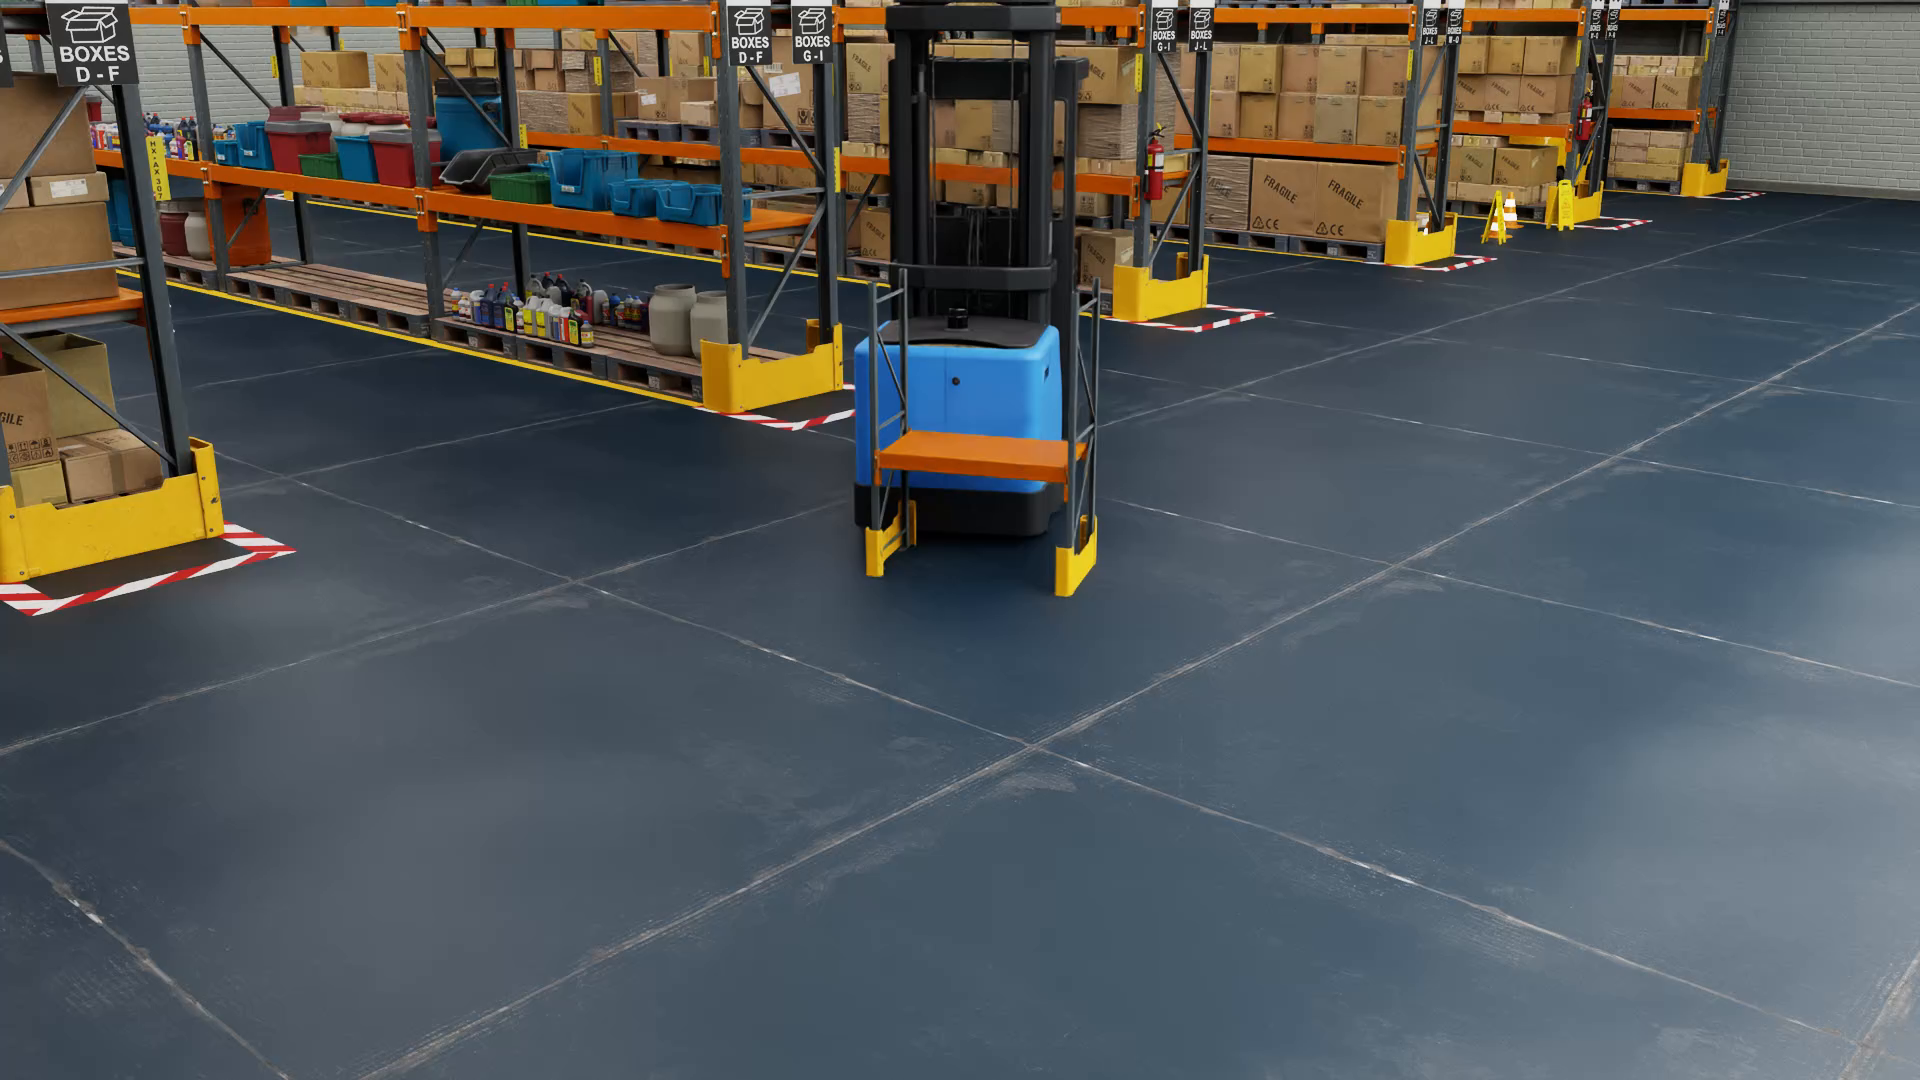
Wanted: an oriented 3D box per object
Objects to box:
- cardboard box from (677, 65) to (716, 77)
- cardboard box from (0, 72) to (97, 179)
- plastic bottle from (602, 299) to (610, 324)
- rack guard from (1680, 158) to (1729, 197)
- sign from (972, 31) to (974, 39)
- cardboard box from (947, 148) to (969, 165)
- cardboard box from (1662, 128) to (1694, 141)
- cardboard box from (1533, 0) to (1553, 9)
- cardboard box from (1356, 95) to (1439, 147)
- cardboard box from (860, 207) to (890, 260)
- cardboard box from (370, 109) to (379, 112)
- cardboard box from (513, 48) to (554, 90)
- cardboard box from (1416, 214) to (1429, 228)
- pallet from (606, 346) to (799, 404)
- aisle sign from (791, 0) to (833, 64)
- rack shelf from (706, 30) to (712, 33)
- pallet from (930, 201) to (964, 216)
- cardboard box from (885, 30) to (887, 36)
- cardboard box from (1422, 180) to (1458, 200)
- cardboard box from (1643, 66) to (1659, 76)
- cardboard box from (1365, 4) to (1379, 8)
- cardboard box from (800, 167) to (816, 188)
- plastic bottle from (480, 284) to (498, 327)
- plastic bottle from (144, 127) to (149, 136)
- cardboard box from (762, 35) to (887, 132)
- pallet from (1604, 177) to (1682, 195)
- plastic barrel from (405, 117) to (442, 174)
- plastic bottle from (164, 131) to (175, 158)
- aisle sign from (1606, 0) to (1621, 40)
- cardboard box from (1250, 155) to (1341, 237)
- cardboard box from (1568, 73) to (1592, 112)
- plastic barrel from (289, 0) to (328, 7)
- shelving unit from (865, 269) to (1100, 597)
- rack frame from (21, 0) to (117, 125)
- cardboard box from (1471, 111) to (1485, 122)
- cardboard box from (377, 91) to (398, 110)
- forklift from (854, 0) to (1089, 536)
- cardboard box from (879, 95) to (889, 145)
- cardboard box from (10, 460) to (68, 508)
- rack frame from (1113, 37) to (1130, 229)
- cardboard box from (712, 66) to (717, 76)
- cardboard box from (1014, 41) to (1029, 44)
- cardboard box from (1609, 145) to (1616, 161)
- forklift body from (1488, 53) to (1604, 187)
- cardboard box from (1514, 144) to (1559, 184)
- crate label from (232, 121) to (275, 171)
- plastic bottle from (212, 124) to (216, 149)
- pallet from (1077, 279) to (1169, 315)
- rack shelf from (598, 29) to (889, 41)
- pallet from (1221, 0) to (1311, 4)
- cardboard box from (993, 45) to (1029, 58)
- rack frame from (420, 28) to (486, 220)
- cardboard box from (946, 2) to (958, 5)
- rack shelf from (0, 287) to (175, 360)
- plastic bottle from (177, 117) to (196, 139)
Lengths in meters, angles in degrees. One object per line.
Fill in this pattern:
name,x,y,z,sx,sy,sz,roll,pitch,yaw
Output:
cardboard box,-4.168,-7.348,26.649,0.500,0.500,0.500,15,23,39
cardboard box,-4.970,-2.147,8.607,0.500,0.500,0.700,15,23,39
plastic bottle,-3.007,-1.954,14.208,0.097,0.201,0.097,0,18,0
rack guard,11.876,-5.783,26.509,0.348,0.500,1.175,15,23,39
sign,0.275,-11.016,36.429,0.005,0.325,0.100,15,23,39
cardboard box,0.089,-3.888,16.819,0.250,0.149,0.380,15,23,39
cardboard box,11.624,-6.485,26.786,0.500,0.250,0.500,15,23,38
cardboard box,7.906,-7.217,22.350,0.250,0.149,0.380,15,23,40
cardboard box,5.049,-4.851,19.192,0.550,0.550,0.875,15,23,39
cardboard box,-0.731,-3.336,18.104,0.500,0.500,0.500,14,22,38
cardboard box,-8.202,-6.097,23.780,0.250,0.149,0.380,16,23,40
cardboard box,-5.523,-6.161,21.743,0.637,0.503,0.797,16,24,41
cardboard box,6.246,-4.303,22.425,0.380,0.149,0.250,-6,18,-18
pallet,-1.991,-1.333,12.963,1.213,0.211,1.003,15,23,39
aisle sign,-1.051,-3.784,11.779,0.004,0.787,0.394,15,23,39
rack shelf,-2.123,-7.810,24.994,4.000,0.370,1.077,15,23,39
pallet,-0.088,-4.818,23.943,1.213,0.211,1.003,15,23,39
cardboard box,-1.156,-9.218,30.309,0.250,0.149,0.380,15,23,39
cardboard box,7.006,-5.057,23.937,0.500,0.250,0.500,14,22,37
cardboard box,11.049,-7.453,26.401,0.250,0.149,0.380,16,23,40
cardboard box,6.062,-7.761,24.064,0.250,0.149,0.380,15,23,39
cardboard box,-2.085,-5.611,25.272,0.500,0.500,0.500,14,22,37
plastic bottle,-3.963,-1.988,14.067,0.185,0.351,0.144,16,24,41
plastic bottle,-8.815,-4.332,17.883,0.185,0.351,0.144,15,23,39
cardboard box,-1.505,-5.094,18.519,1.000,1.000,1.000,15,23,40
pallet,11.258,-5.795,27.022,1.213,0.211,1.003,15,23,39
plastic barrel,-4.861,-3.603,15.281,0.433,0.535,0.433,0,18,0
plastic bottle,-8.261,-4.136,17.397,0.097,0.271,0.097,0,18,0
aisle sign,8.818,-7.153,22.394,0.004,0.787,0.394,15,23,39
cardboard box,4.146,-4.201,20.207,0.875,0.875,0.875,15,23,38
cardboard box,8.396,-6.203,23.042,0.500,0.500,0.500,15,23,38
plastic barrel,-5.794,-5.281,15.005,0.708,0.901,0.600,15,23,39
shelving unit,0.116,-0.563,8.408,1.083,1.500,0.587,5,18,17
rack frame,-10.275,-4.903,19.601,0.127,3.000,1.000,15,23,39
cardboard box,7.393,-5.973,23.389,0.250,0.149,0.380,15,23,40
cardboard box,-7.880,-6.226,23.528,0.500,0.250,0.500,16,24,41
forklift,0.172,-1.822,10.007,1.130,2.935,3.031,3,18,9
cardboard box,-0.357,-4.394,17.340,0.500,0.500,0.875,15,23,39
cardboard box,-5.187,-0.304,8.961,0.500,0.250,0.500,15,23,39
rack frame,2.364,-5.519,21.543,0.127,3.000,1.000,15,23,39
cardboard box,-3.630,-7.306,25.912,0.250,0.149,0.380,17,24,42
cardboard box,1.266,-8.234,28.278,0.500,0.500,0.500,15,23,39
cardboard box,10.519,-6.337,27.144,0.500,0.250,0.500,14,23,38
forklift body,9.229,-6.543,26.173,1.214,2.155,2.313,15,23,39
cardboard box,8.128,-5.332,23.566,0.500,0.500,0.500,14,22,37
crate label,-6.719,-3.856,16.244,0.616,0.435,0.502,15,23,39
plastic bottle,-8.226,-4.446,18.356,0.133,0.283,0.061,15,23,39
pallet,1.347,-2.471,16.549,1.213,0.211,1.003,15,23,39
rack shelf,-2.499,-5.905,18.991,4.000,0.370,1.077,15,23,39
pallet,3.878,-6.495,19.805,1.213,0.211,1.003,15,23,39
cardboard box,0.663,-4.534,16.131,0.500,0.500,0.500,15,23,39
rack frame,-6.987,-6.023,23.132,0.127,3.000,1.000,15,23,39
cardboard box,-0.073,-5.420,16.519,0.500,0.250,0.500,14,22,37
rack shelf,-6.086,-1.432,9.854,4.000,0.370,1.077,15,23,39
plastic bottle,-8.546,-4.486,18.370,0.185,0.351,0.144,15,23,39
